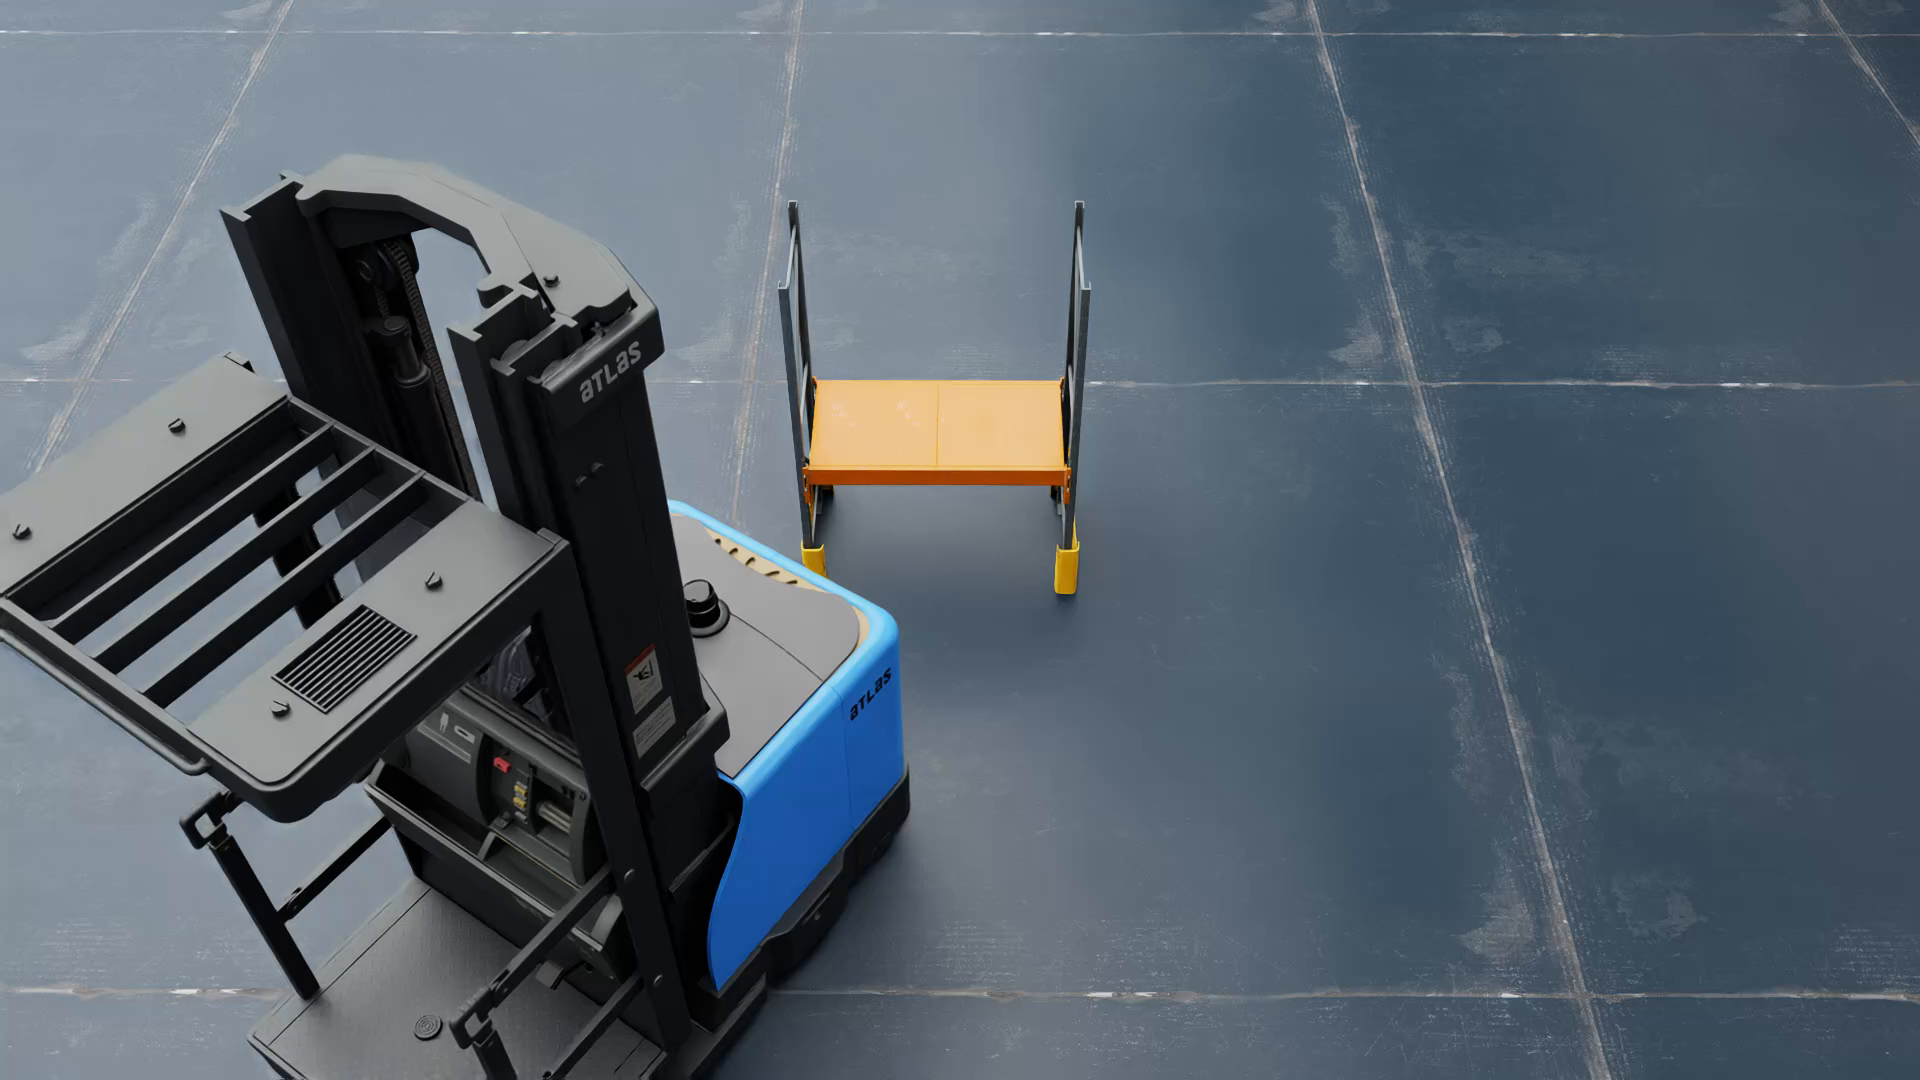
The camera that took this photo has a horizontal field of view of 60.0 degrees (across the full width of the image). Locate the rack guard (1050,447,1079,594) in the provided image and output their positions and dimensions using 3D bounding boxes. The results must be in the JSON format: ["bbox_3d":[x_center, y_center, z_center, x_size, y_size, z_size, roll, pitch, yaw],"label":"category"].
[{"bbox_3d":[0.422,-0.084,6.738,0.087,0.250,0.587,0,47,0],"label":"rack guard"}]

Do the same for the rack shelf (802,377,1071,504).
[{"bbox_3d":[-0.085,-0.389,6.414,1.000,0.185,0.538,0,47,0],"label":"rack shelf"}]

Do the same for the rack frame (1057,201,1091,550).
[{"bbox_3d":[0.423,-0.510,6.281,0.032,1.500,0.500,0,47,0],"label":"rack frame"}]

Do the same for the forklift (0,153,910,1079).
[{"bbox_3d":[-1.424,0.664,4.210,1.130,2.935,3.031,27,53,23],"label":"forklift"}]

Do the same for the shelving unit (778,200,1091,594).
[{"bbox_3d":[-0.076,-0.511,6.282,1.083,1.500,0.587,0,47,0],"label":"shelving unit"}]

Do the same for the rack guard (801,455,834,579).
[{"bbox_3d":[-0.574,-0.087,6.741,0.087,0.250,0.587,0,47,0],"label":"rack guard"}]

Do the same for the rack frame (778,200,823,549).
[{"bbox_3d":[-0.594,-0.513,6.283,0.032,1.500,0.500,0,47,0],"label":"rack frame"}]
